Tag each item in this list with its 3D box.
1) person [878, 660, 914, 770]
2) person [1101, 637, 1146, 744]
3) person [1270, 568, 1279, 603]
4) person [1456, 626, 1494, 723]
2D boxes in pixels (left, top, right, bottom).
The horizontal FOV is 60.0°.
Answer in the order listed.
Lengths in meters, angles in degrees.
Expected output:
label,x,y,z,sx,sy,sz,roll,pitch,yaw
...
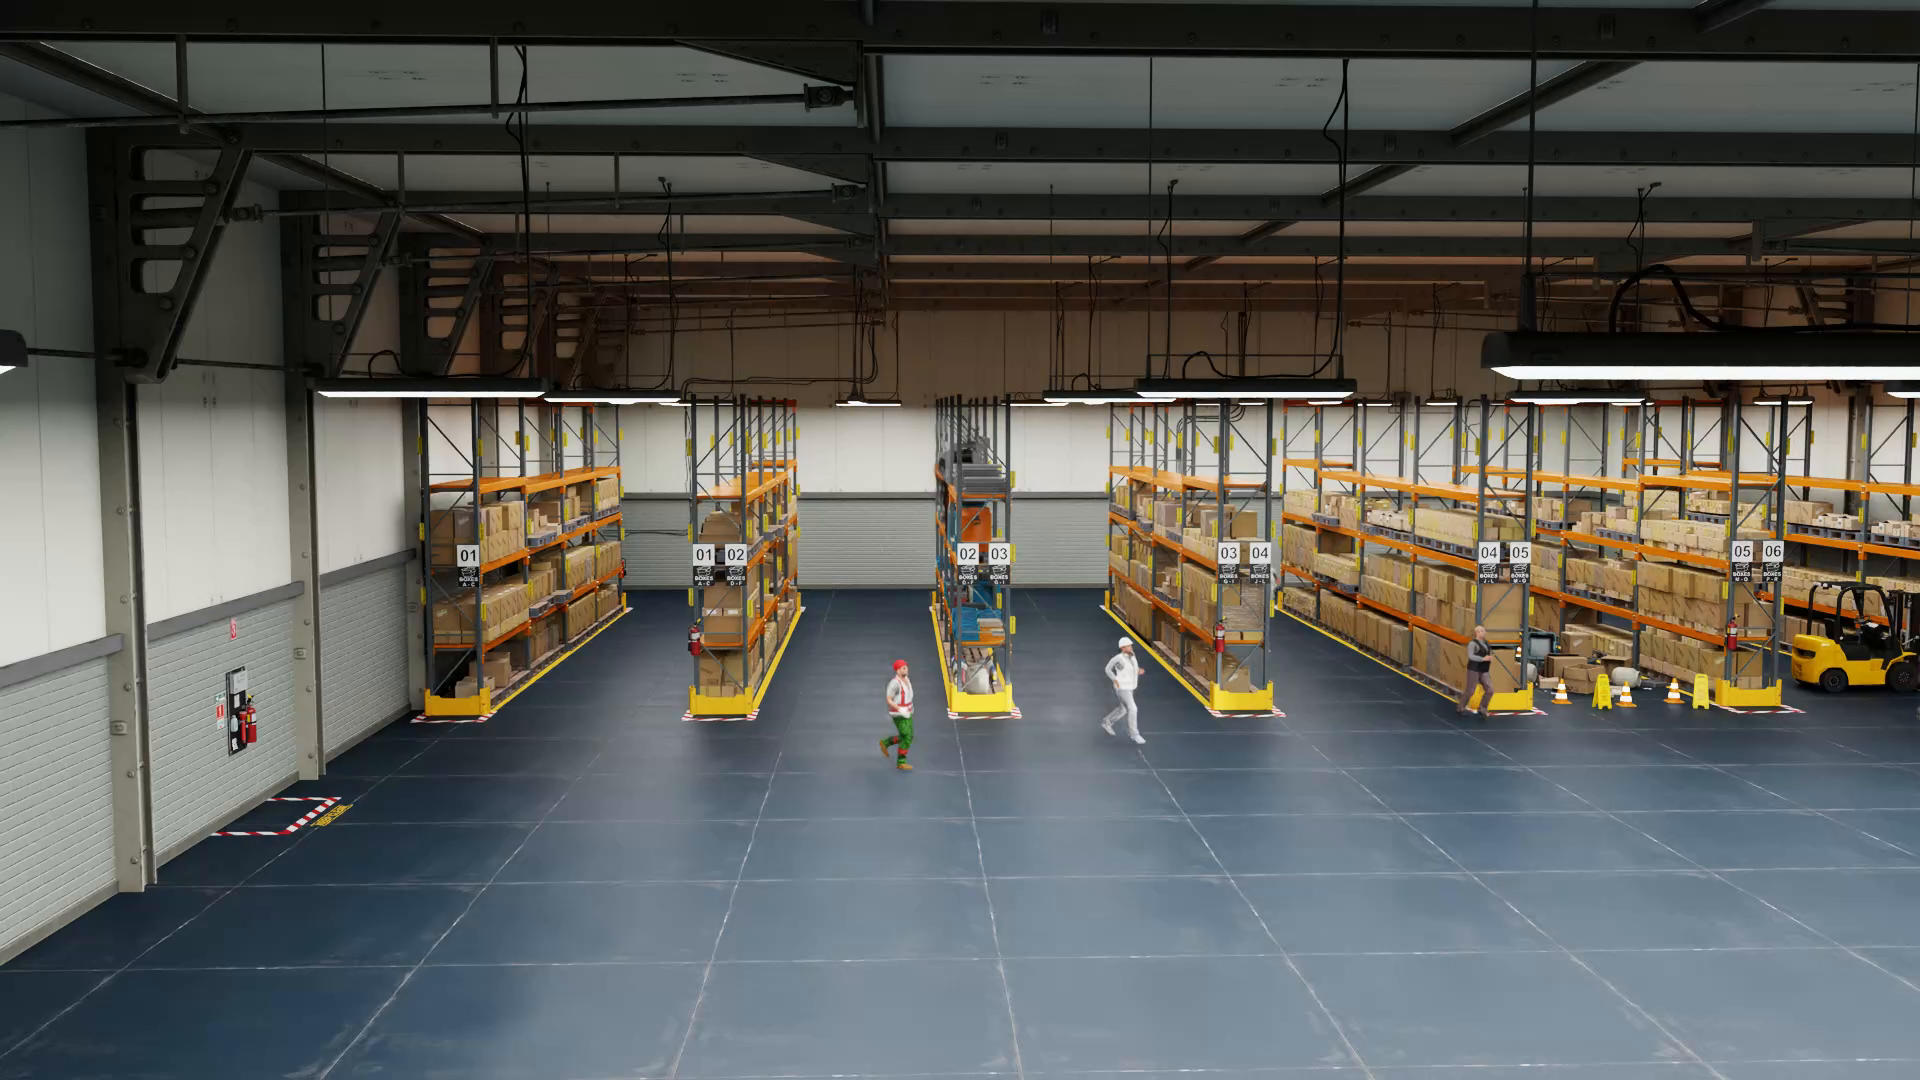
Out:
label,x,y,z,sx,sy,sz,roll,pitch,yaw
person,-1.007,2.767,26.465,0.675,1.759,0.659,2,5,25
person,2.850,2.571,28.770,0.892,1.801,0.641,3,5,33
person,8.203,1.360,44.402,0.650,1.768,0.722,0,5,5
person,9.517,2.456,30.577,0.648,1.761,0.722,-3,5,-34
